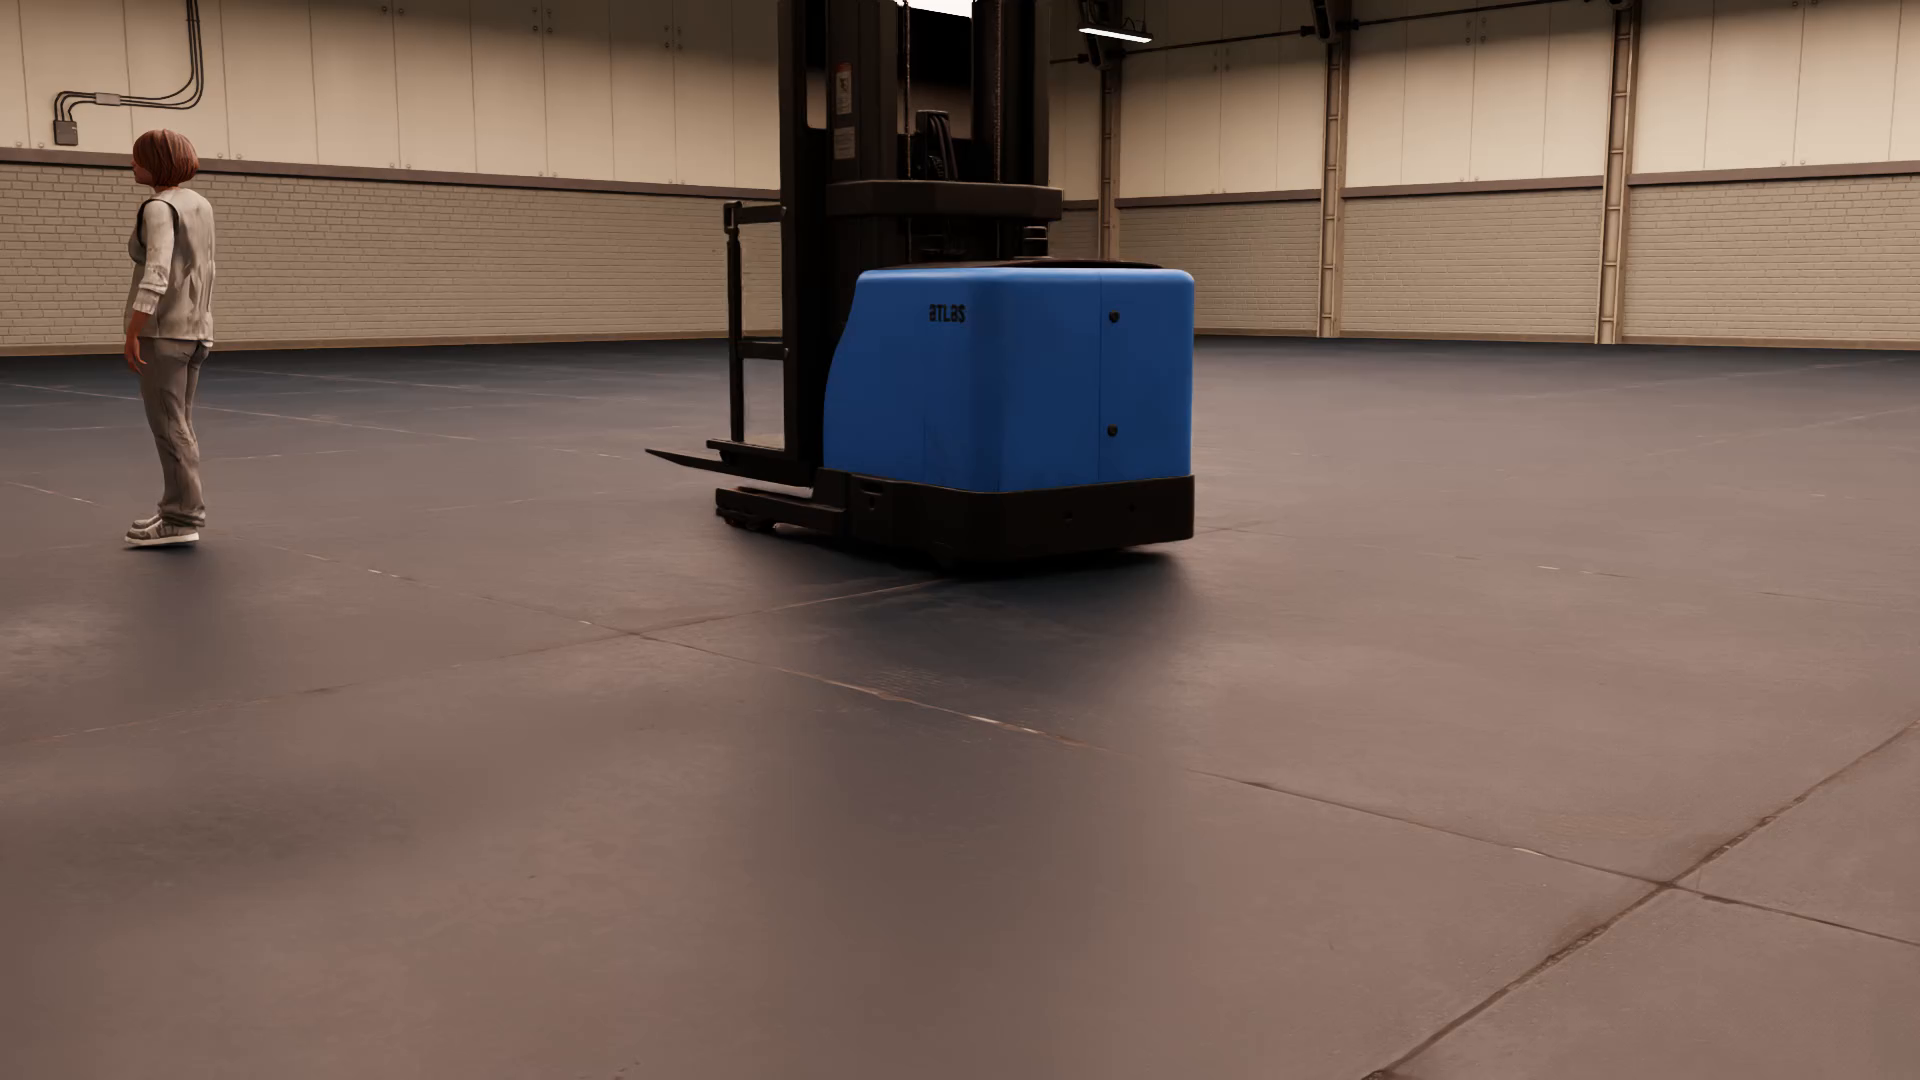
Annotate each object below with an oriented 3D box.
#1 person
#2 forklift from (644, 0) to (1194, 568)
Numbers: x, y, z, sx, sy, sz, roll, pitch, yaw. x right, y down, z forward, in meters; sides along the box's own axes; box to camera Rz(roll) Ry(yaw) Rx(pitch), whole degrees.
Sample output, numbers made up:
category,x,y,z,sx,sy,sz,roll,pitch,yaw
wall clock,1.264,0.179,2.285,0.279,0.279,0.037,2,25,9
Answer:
category,x,y,z,sx,sy,sz,roll,pitch,yaw
person,-3.138,-0.775,6.458,0.474,1.597,0.520,0,9,-1
forklift,-0.391,-1.524,6.994,1.130,2.935,3.031,-6,11,-36
